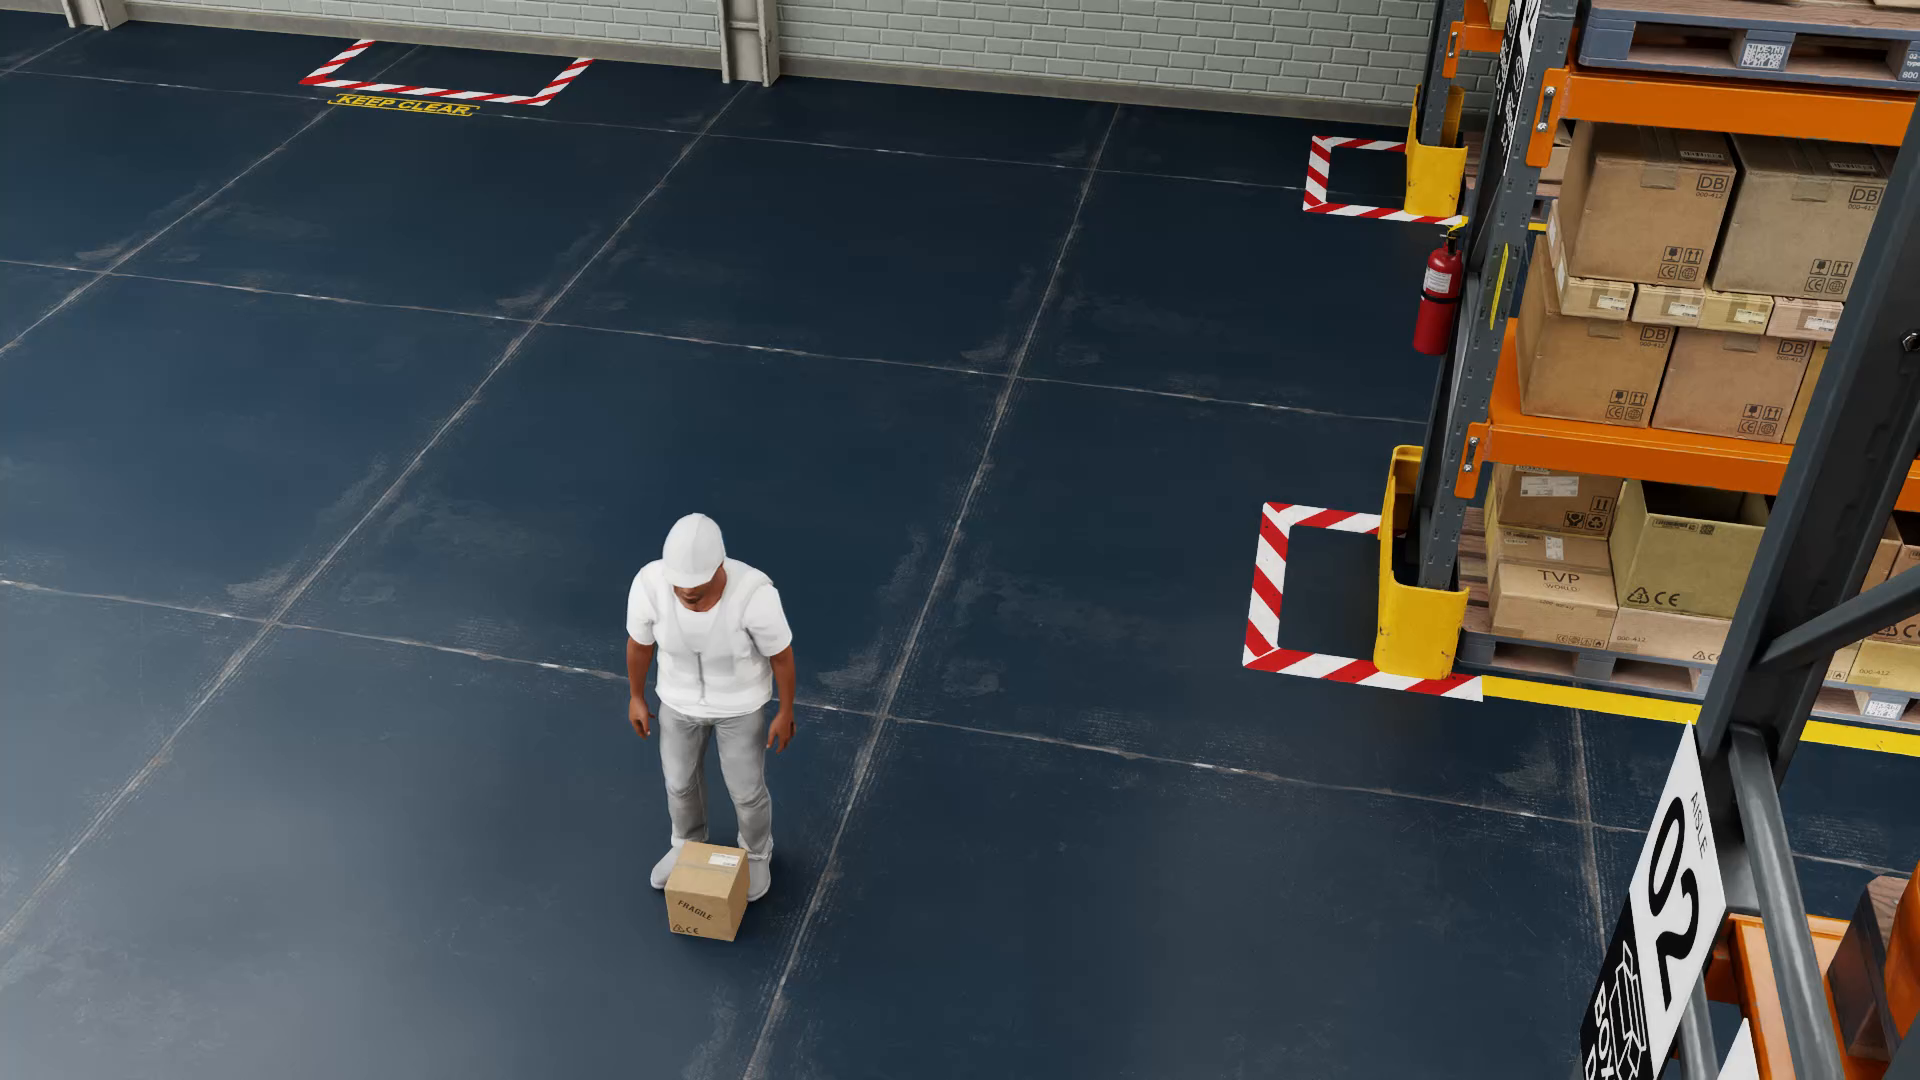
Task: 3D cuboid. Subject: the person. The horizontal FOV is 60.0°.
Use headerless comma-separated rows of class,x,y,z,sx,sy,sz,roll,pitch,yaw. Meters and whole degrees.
person,-0.916,0.607,6.127,0.632,1.759,0.462,5,37,7
